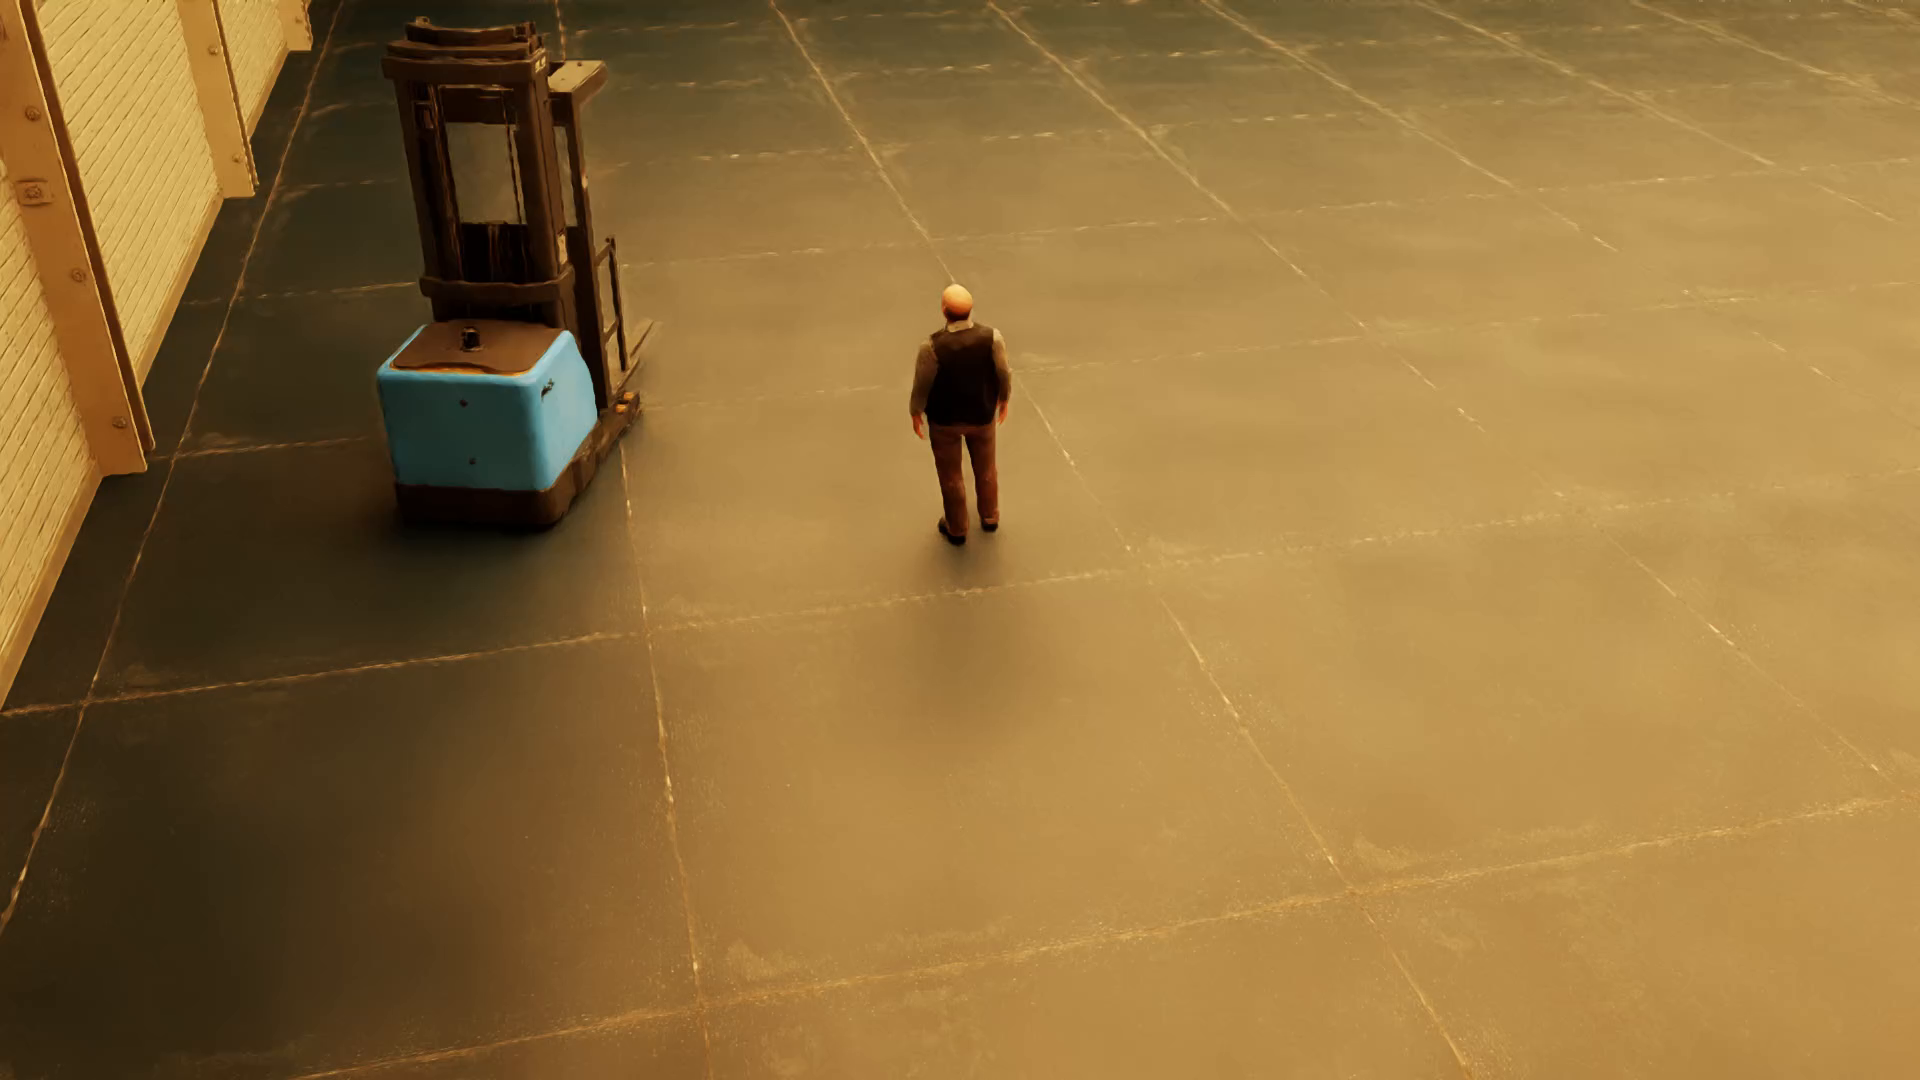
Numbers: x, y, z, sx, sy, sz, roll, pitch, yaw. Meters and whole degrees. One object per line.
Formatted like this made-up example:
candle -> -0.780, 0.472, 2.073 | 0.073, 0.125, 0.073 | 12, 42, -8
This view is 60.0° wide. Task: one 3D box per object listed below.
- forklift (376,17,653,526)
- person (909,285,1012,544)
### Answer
forklift -> -2.918, -2.075, 11.158 | 1.130, 2.935, 3.031 | 3, 30, 6
person -> -0.007, -0.782, 10.119 | 0.632, 1.720, 0.567 | -7, 31, -12
